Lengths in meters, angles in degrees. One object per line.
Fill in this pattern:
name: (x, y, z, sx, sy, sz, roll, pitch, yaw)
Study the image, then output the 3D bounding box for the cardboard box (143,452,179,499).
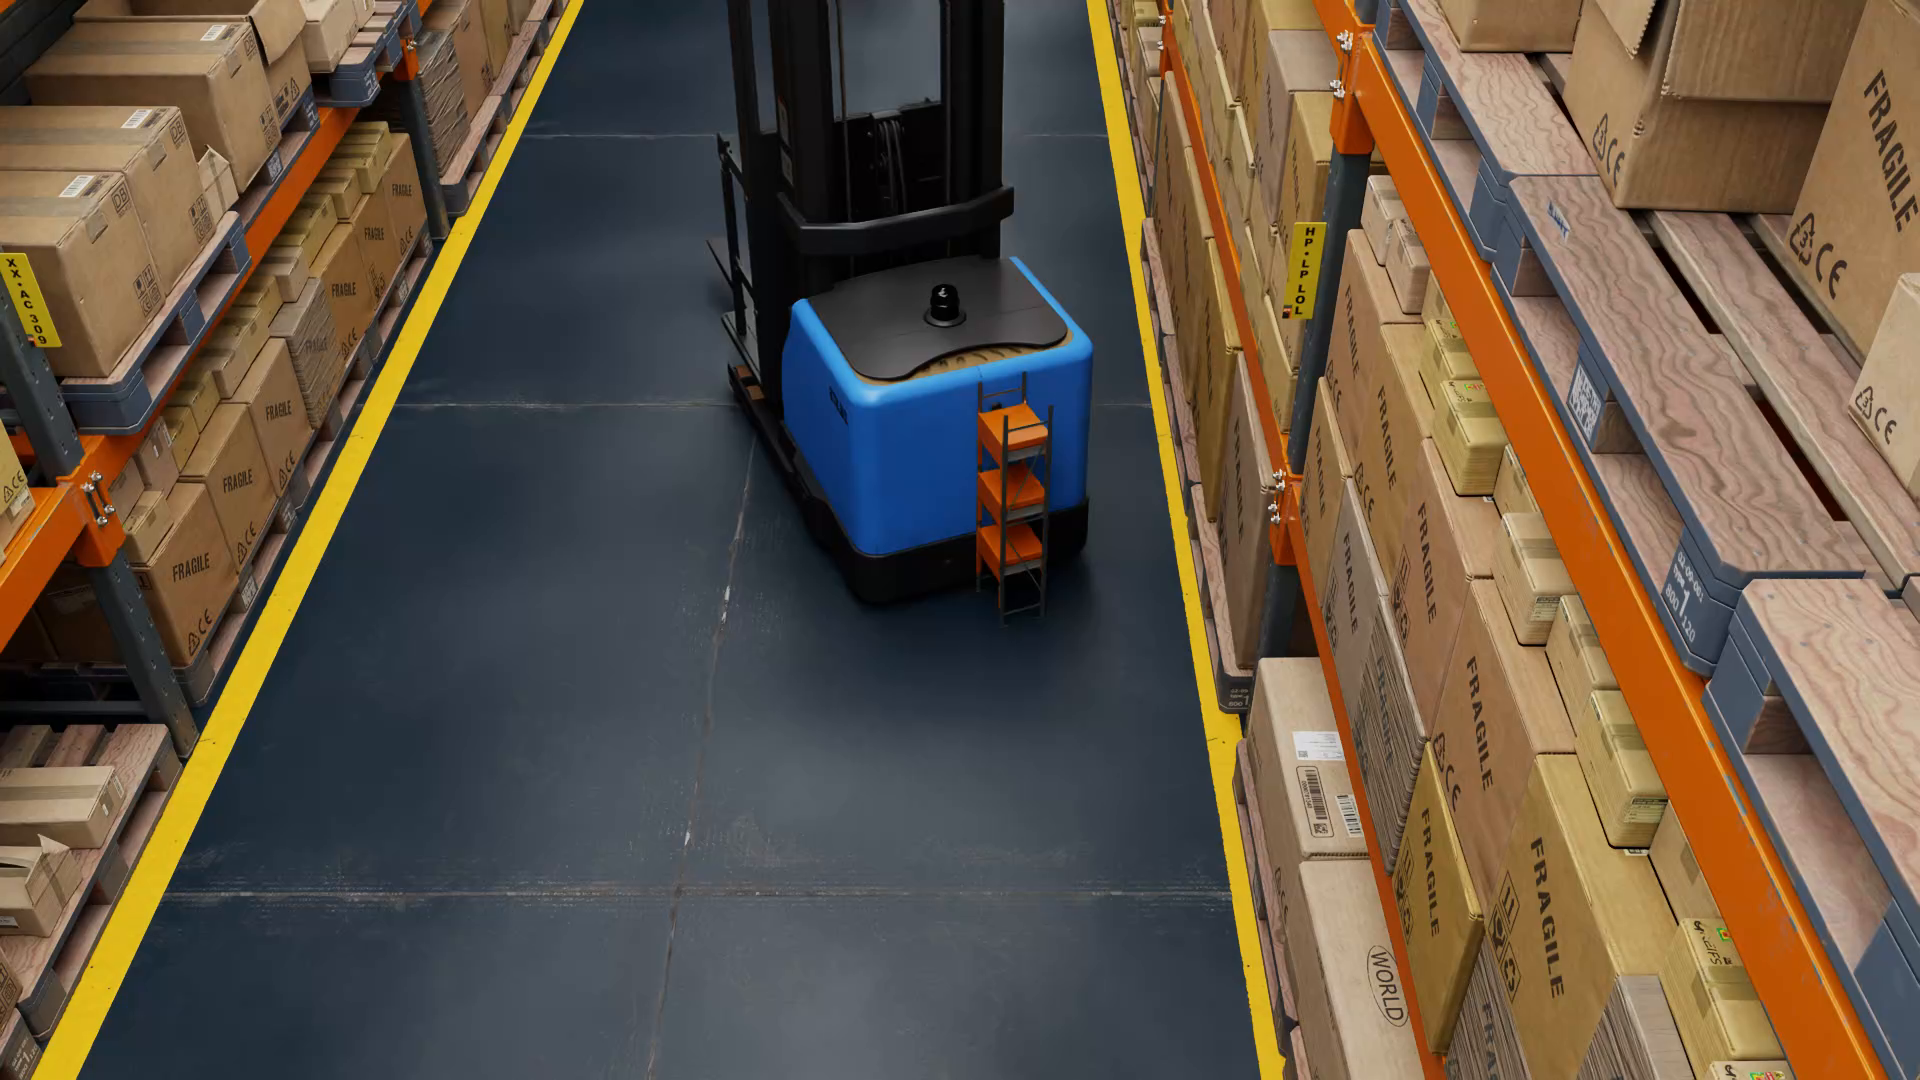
cardboard box: (-3.197, -0.225, 6.276, 0.380, 0.149, 0.250, -1, 39, -1)

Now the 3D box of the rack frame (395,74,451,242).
rack frame: (-3.390, -2.887, 8.454, 1.000, 3.000, 0.127, 0, 39, 0)

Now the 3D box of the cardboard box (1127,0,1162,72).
cardboard box: (1.579, -3.320, 10.760, 0.950, 0.372, 0.625, 1, 39, 1)

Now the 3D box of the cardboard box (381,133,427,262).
cardboard box: (-3.175, -1.811, 8.774, 0.500, 0.500, 0.500, 1, 39, 1)

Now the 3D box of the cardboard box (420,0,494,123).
cardboard box: (-3.386, -2.923, 10.062, 0.875, 0.625, 0.625, 1, 39, 1)

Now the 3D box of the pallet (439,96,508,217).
pallet: (-3.352, -2.314, 9.968, 1.003, 0.211, 1.213, 0, 39, 0)

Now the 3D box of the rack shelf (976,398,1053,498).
rack shelf: (0.208, -0.355, 6.417, 0.215, 0.259, 0.240, -14, 41, -17)

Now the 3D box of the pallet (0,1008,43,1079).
pallet: (-3.381, 1.897, 4.714, 1.003, 0.211, 1.213, 0, 39, 0)

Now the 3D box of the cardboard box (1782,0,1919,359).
cardboard box: (1.730, -0.563, 2.660, 0.500, 0.500, 0.500, 1, 39, 1)

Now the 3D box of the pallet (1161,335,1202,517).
pallet: (1.498, -0.551, 7.768, 1.003, 0.211, 1.213, 0, 39, 0)

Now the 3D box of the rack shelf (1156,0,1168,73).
rack shelf: (1.571, -3.863, 10.247, 1.077, 0.370, 4.000, 0, 39, 0)

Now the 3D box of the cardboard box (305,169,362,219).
cardboard box: (-3.149, -1.684, 8.098, 0.380, 0.149, 0.250, -1, 39, -2)

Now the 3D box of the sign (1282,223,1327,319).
sign: (1.036, -0.806, 4.994, 0.100, 0.325, 0.005, 0, 39, 0)

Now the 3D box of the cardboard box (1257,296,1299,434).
cardboard box: (1.326, -0.613, 5.736, 0.500, 0.250, 0.500, -1, 39, -1)

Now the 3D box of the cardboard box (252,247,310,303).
cardboard box: (-3.163, -1.191, 7.481, 0.380, 0.149, 0.250, -2, 39, -2)

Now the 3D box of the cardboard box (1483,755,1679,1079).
cardboard box: (1.317, 0.743, 3.044, 0.500, 0.500, 0.500, 0, 39, 0)

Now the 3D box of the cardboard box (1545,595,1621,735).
cardboard box: (1.344, 0.241, 3.152, 0.380, 0.149, 0.250, 1, 39, 1)

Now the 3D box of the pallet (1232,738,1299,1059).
pallet: (1.501, 1.172, 5.618, 1.003, 0.211, 1.213, 0, 39, 0)

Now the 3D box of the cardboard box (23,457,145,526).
cardboard box: (-3.180, -0.168, 5.967, 0.380, 0.149, 0.250, -1, 39, -1)

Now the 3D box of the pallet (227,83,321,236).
pallet: (-3.383, -1.596, 6.996, 1.003, 0.211, 1.213, 0, 39, 0)

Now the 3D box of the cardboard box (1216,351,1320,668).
cardboard box: (1.497, -0.114, 6.357, 0.875, 0.875, 0.875, 1, 39, 1)

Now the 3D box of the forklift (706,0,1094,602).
forklift: (-0.479, -1.811, 7.167, 1.130, 2.935, 3.031, -14, 41, -17)

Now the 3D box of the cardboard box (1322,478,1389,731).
cardboard box: (1.313, 0.178, 4.549, 0.500, 0.500, 0.500, 0, 39, 0)

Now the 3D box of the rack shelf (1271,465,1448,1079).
rack shelf: (1.580, 1.140, 4.004, 1.077, 0.370, 4.000, 0, 39, 0)

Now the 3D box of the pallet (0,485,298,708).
pallet: (-3.424, 0.194, 6.839, 1.003, 0.211, 1.213, 0, 39, 0)

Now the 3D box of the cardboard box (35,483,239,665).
cardboard box: (-3.161, 0.123, 6.360, 0.500, 0.500, 0.500, 2, 39, 2)

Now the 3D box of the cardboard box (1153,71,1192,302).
cardboard box: (1.491, -1.796, 8.455, 0.875, 0.875, 0.875, 0, 39, 0)

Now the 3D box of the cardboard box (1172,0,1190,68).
cardboard box: (1.323, -2.528, 8.126, 0.500, 0.250, 0.500, -1, 39, -1)

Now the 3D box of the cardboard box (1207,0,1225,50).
cardboard box: (1.325, -2.380, 6.941, 0.500, 0.500, 0.500, 1, 39, 1)

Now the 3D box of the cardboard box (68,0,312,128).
cardboard box: (-3.203, -2.070, 7.016, 0.797, 0.503, 0.637, -1, 39, -1)

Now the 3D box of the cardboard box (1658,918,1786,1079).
cardboard box: (1.314, 0.726, 2.547, 0.380, 0.149, 0.250, 1, 39, 1)

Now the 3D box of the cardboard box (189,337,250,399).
cardboard box: (-3.186, -0.713, 6.885, 0.380, 0.149, 0.250, 0, 39, 0)

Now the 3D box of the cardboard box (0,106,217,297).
cardboard box: (-3.163, -1.215, 5.952, 0.700, 0.500, 0.500, 0, 39, 0)

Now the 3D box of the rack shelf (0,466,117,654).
rack shelf: (-3.383, 1.146, 3.997, 1.077, 0.370, 4.000, 0, 39, 0)

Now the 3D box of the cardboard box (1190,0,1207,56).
cardboard box: (1.327, -2.389, 7.553, 0.500, 0.250, 0.500, 1, 39, 1)

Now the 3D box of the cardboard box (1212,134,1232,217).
cardboard box: (1.340, -1.570, 6.931, 0.500, 0.250, 0.500, 0, 39, 0)

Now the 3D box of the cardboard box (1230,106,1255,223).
cardboard box: (1.320, -1.440, 6.368, 0.500, 0.250, 0.500, 1, 39, 1)

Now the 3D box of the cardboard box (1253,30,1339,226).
cardboard box: (1.319, -1.423, 5.748, 0.500, 0.500, 0.500, 1, 39, 1)

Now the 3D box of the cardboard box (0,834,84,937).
cardboard box: (-3.091, 1.089, 5.343, 0.396, 0.266, 0.258, 1, 39, 2)

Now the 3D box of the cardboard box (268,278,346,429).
cardboard box: (-3.162, -0.846, 7.570, 0.500, 0.500, 0.500, -1, 39, -2)

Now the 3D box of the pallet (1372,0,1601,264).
pallet: (1.569, -1.016, 3.791, 1.003, 0.211, 1.213, 0, 39, 0)

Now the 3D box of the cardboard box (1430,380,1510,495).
cardboard box: (1.288, -0.234, 3.746, 0.380, 0.149, 0.250, -1, 39, -1)

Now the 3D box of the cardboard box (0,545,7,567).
cardboard box: (-3.111, 0.075, 4.959, 0.380, 0.149, 0.250, 1, 39, 1)

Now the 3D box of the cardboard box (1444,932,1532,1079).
cardboard box: (1.322, 1.134, 3.356, 0.500, 0.500, 0.500, 1, 39, 1)

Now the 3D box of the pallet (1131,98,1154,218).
pallet: (1.574, -2.293, 9.943, 1.003, 0.211, 1.213, 0, 39, 0)

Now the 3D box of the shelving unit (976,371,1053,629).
shelving unit: (0.208, -0.142, 6.587, 0.215, 1.050, 0.252, -14, 41, -17)

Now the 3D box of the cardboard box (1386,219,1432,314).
cardboard box: (1.335, -0.716, 4.346, 0.380, 0.149, 0.250, 1, 39, 1)

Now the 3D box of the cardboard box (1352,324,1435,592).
cardboard box: (1.331, -0.207, 4.230, 0.500, 0.500, 0.500, -1, 39, -1)
